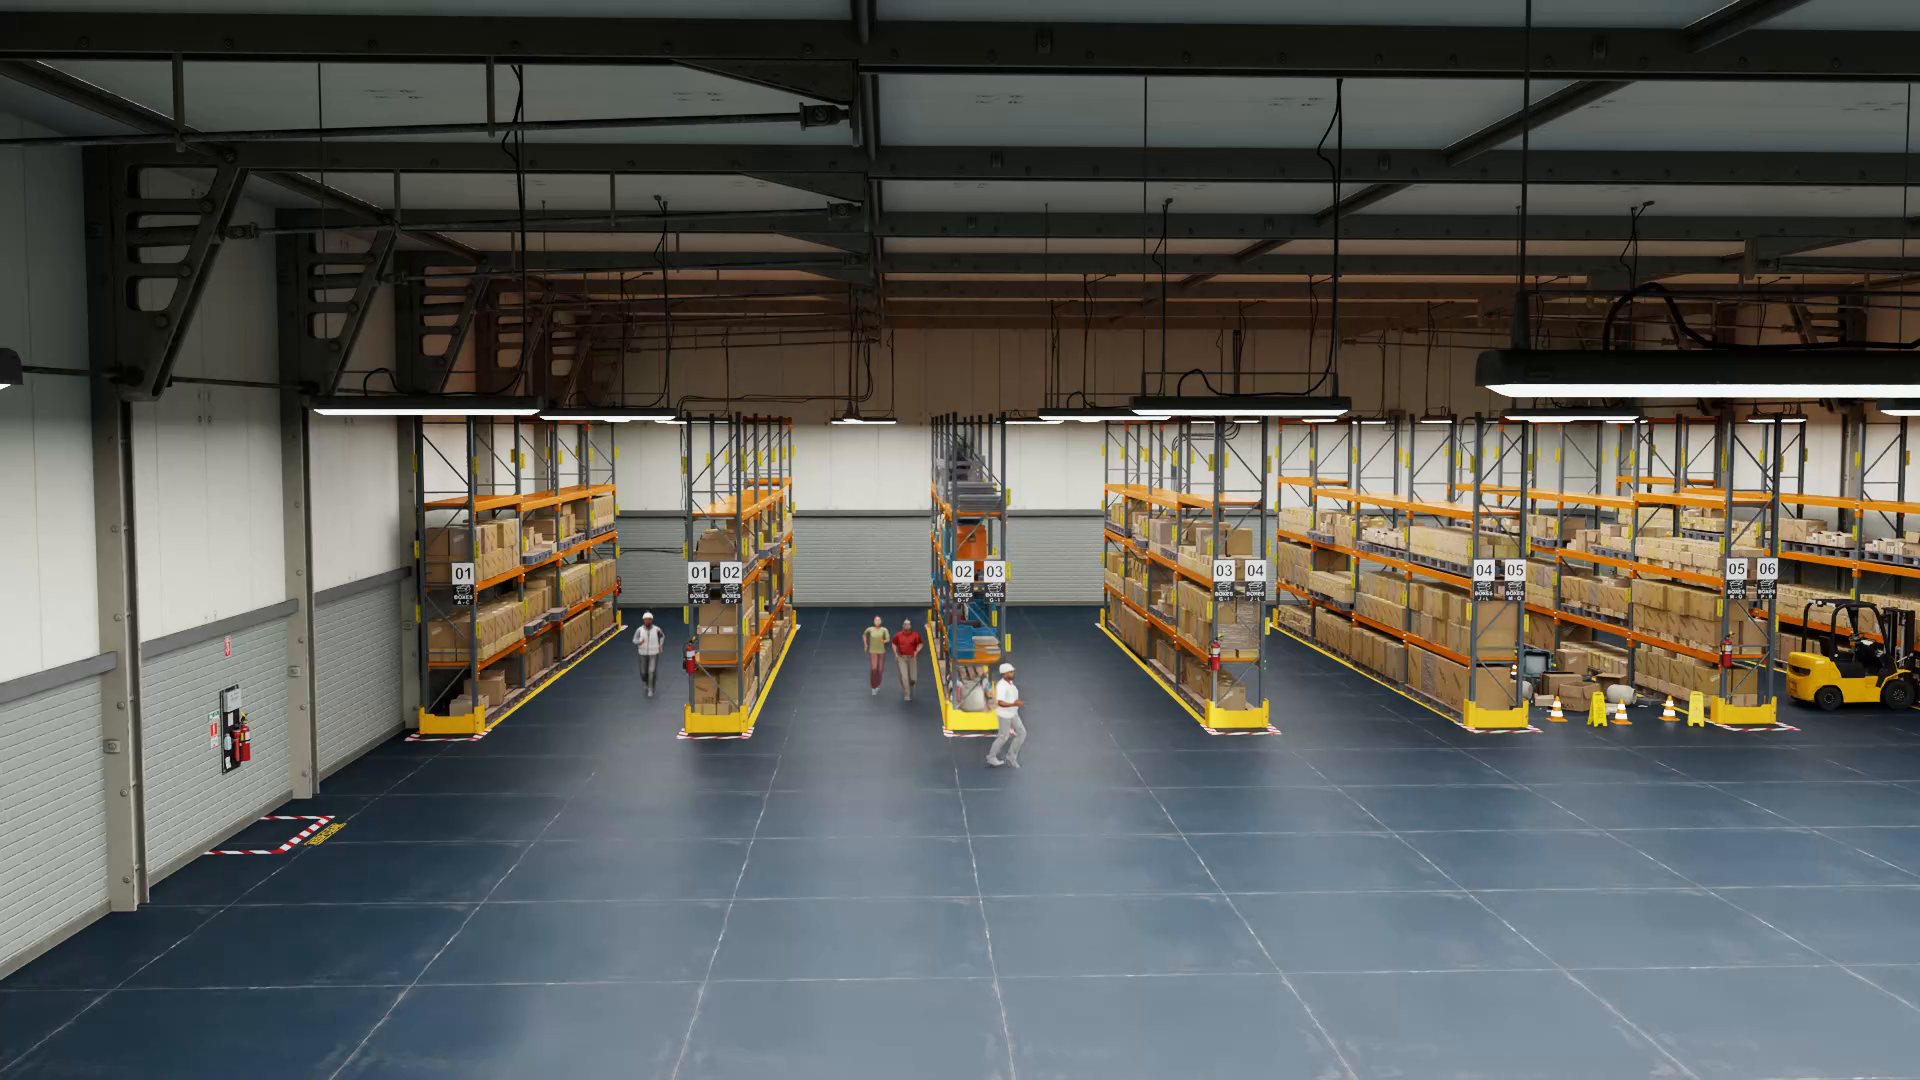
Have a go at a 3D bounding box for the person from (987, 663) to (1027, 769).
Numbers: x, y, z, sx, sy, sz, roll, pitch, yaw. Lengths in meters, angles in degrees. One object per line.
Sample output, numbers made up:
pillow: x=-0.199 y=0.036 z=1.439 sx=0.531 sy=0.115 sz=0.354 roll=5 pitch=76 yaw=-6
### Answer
person: x=0.800 y=2.959 z=27.801 sx=0.738 sy=1.806 sz=0.671 roll=2 pitch=4 yaw=24

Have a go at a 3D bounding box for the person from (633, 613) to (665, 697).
person: x=-6.619 y=2.415 z=35.354 sx=0.661 sy=1.751 sz=0.963 roll=0 pitch=4 yaw=-6

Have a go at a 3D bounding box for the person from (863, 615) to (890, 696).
person: x=-1.777 y=2.462 z=35.662 sx=0.543 sy=1.720 sz=0.723 roll=-1 pitch=4 yaw=-13

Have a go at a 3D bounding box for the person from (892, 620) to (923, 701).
person: x=-1.109 y=2.509 z=34.846 sx=0.656 sy=1.682 sz=0.627 roll=0 pitch=4 yaw=-1
